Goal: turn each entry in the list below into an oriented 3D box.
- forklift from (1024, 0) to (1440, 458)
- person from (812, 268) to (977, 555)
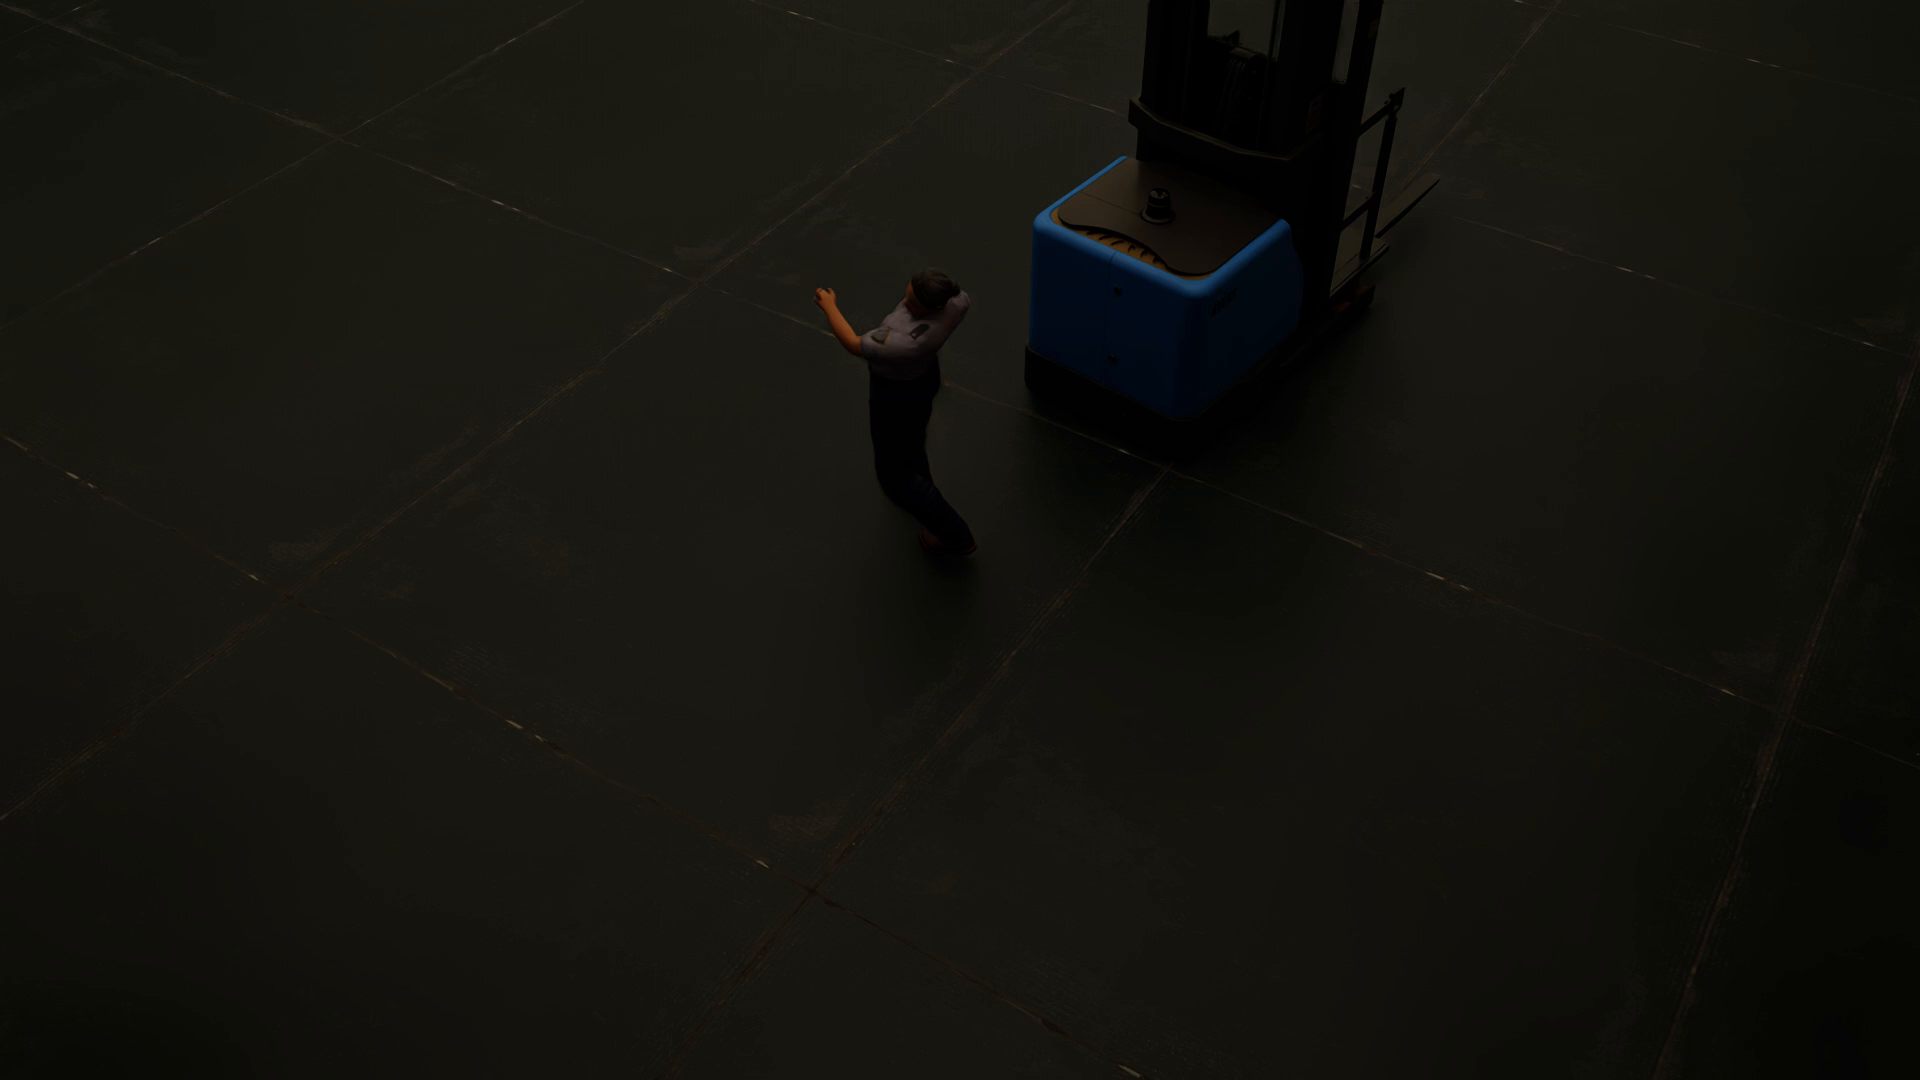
[{"bbox_3d":[1.660,-2.424,8.405,1.130,2.935,3.031,29,51,27],"label":"forklift"},{"bbox_3d":[-0.257,-0.745,7.614,0.817,1.502,0.799,9,44,10],"label":"person"}]
